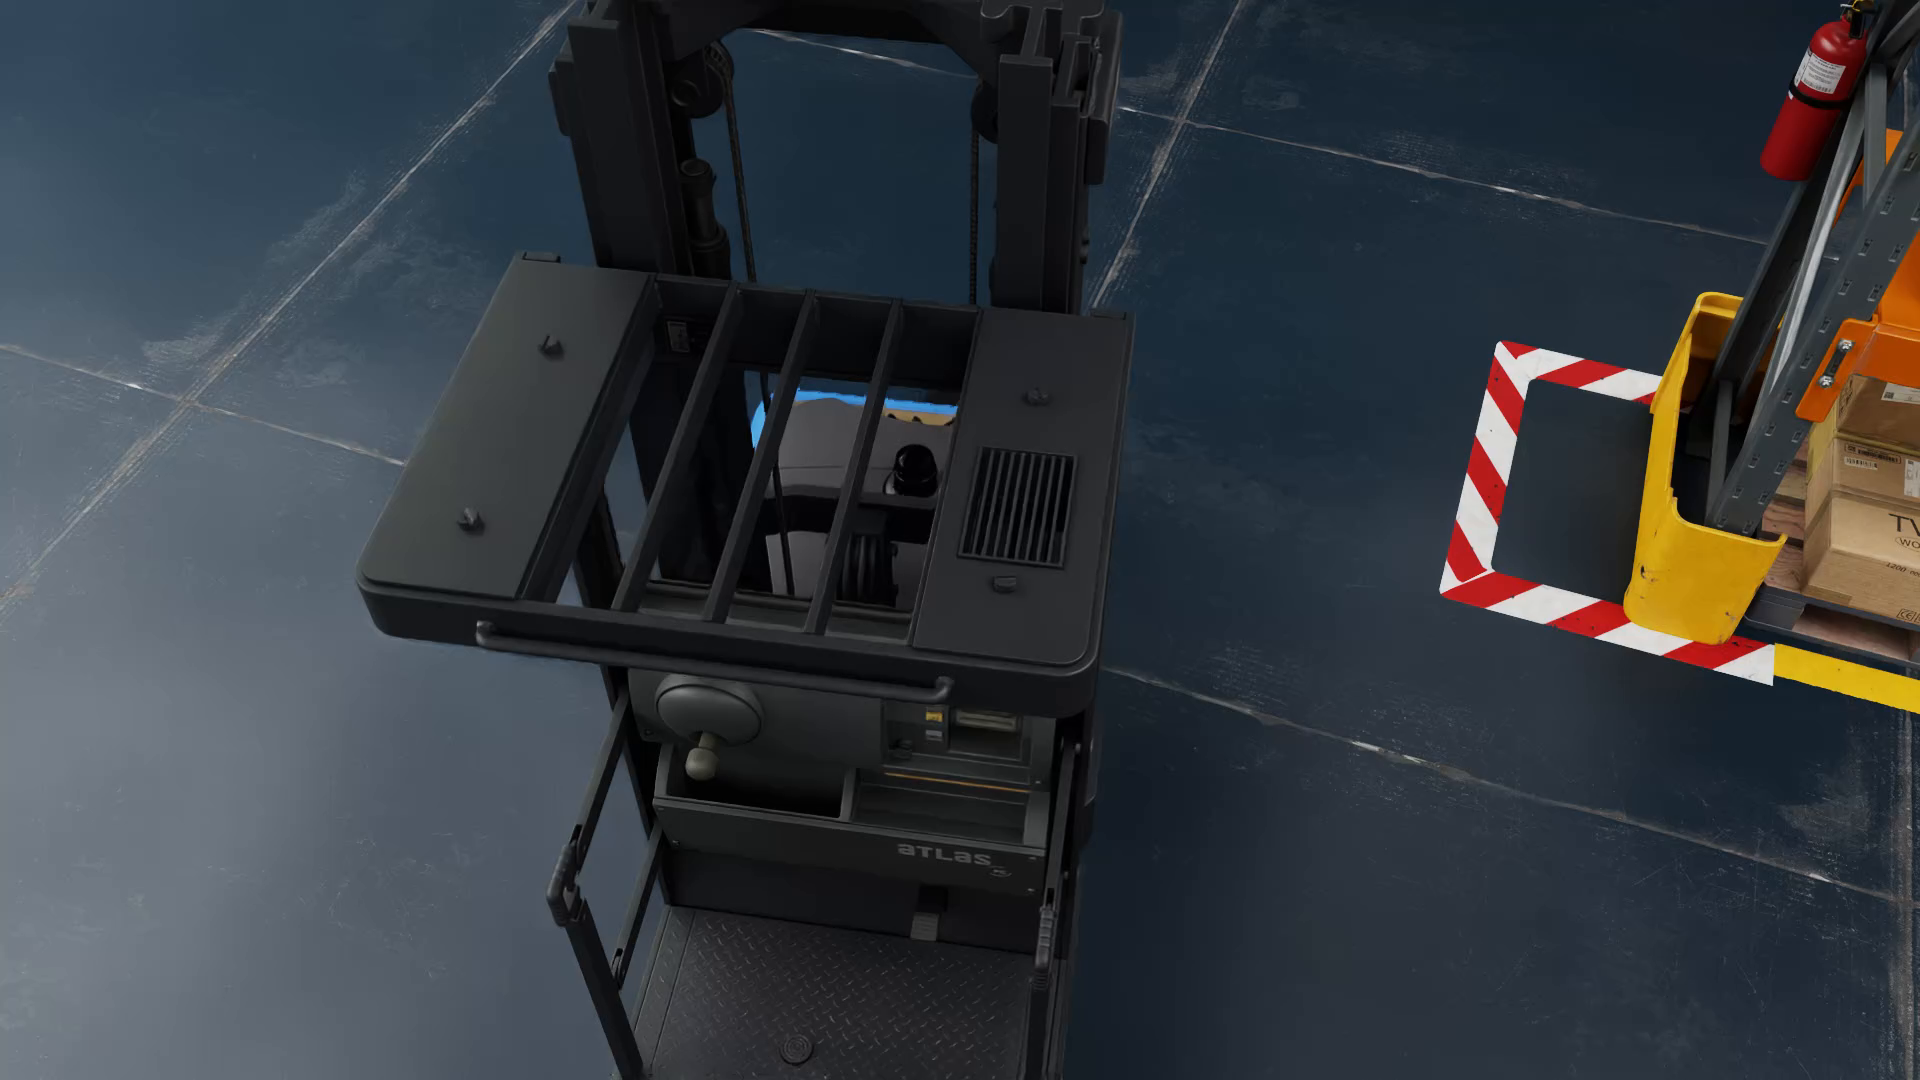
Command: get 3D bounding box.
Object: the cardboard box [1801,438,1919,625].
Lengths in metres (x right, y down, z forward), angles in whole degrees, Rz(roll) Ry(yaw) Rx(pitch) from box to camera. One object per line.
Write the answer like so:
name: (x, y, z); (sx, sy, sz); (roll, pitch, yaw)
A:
cardboard box: (3.007, -0.014, 5.319); (0.500, 0.250, 0.500); (16, 51, 13)

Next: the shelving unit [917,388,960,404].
shelving unit: (0.008, -0.293, 5.408); (0.210, 0.900, 0.258); (16, 51, 13)

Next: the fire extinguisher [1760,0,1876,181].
fire extinguisher: (2.631, -1.410, 5.039); (0.183, 0.674, 0.296); (16, 51, 13)

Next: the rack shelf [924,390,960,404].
rack shelf: (0.008, -0.448, 5.229); (0.200, 0.077, 0.258); (16, 51, 13)

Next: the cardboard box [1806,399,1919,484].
cardboard box: (3.186, -0.381, 5.637); (0.500, 0.250, 0.500); (16, 51, 13)

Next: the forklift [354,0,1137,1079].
forklift: (-0.284, 0.458, 3.414); (1.130, 2.935, 3.031); (7, 49, 6)

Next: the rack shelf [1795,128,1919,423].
rack shelf: (4.457, -0.316, 4.515); (4.000, 0.370, 1.077); (16, 51, 13)

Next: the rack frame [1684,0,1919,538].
rack frame: (2.581, -1.075, 4.697); (0.127, 3.000, 1.000); (16, 51, 13)

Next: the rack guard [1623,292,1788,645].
rack guard: (2.558, -0.263, 5.647); (0.348, 0.500, 1.175); (16, 51, 13)

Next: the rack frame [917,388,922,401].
rack frame: (-0.088, -0.319, 5.431); (0.006, 0.900, 0.240); (16, 51, 13)

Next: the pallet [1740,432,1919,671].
pallet: (3.313, 0.008, 5.603); (1.213, 0.211, 1.003); (16, 51, 13)

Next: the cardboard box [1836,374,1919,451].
cardboard box: (3.187, -0.629, 5.355); (0.500, 0.500, 0.500); (16, 51, 13)
